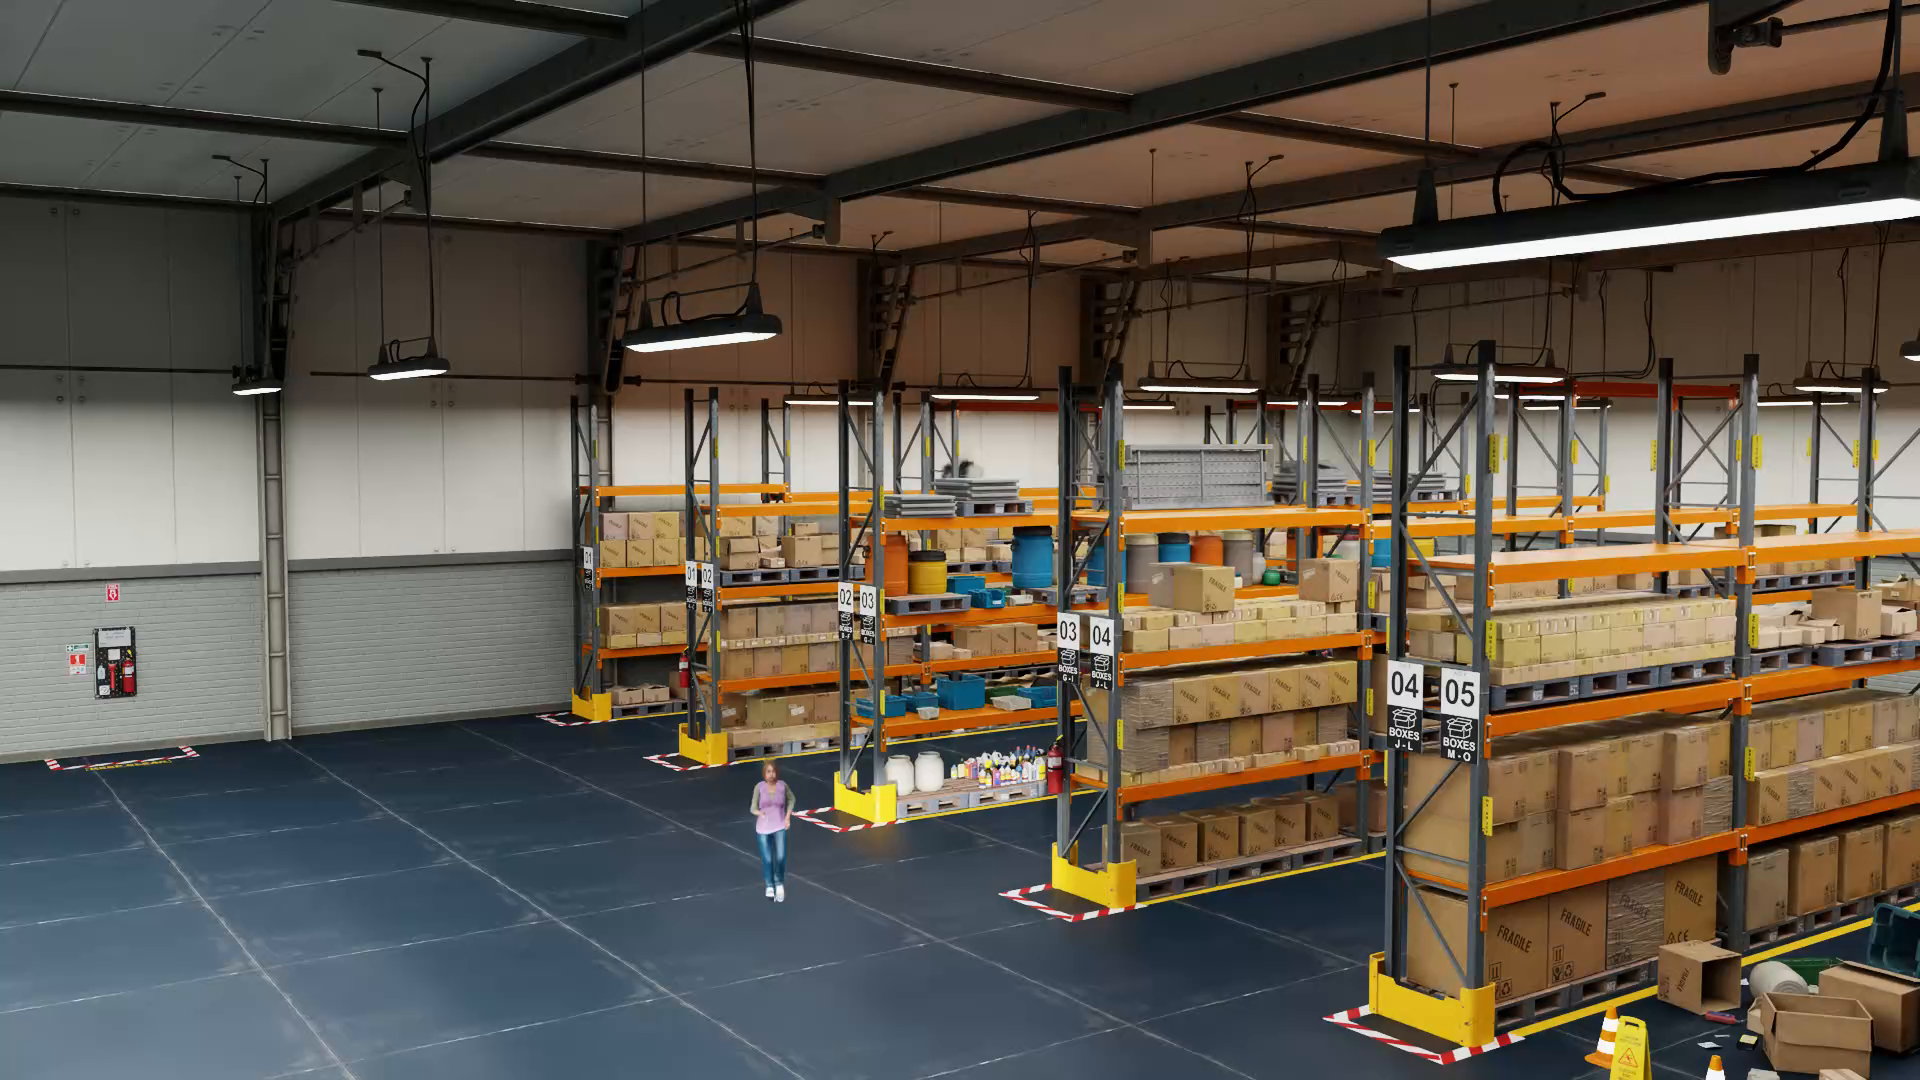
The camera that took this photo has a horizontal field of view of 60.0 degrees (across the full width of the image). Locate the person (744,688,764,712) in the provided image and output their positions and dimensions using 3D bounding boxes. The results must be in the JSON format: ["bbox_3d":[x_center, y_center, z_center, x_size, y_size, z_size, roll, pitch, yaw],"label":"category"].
[{"bbox_3d":[-3.551,2.522,29.822,0.666,1.762,0.836,3,5,42],"label":"person"}]

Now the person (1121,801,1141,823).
[{"bbox_3d":[2.259,3.033,22.038,0.578,1.606,0.658,3,5,41],"label":"person"}]

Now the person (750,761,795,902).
[{"bbox_3d":[-2.085,3.252,18.528,0.500,1.577,0.650,0,3,-6],"label":"person"}]
